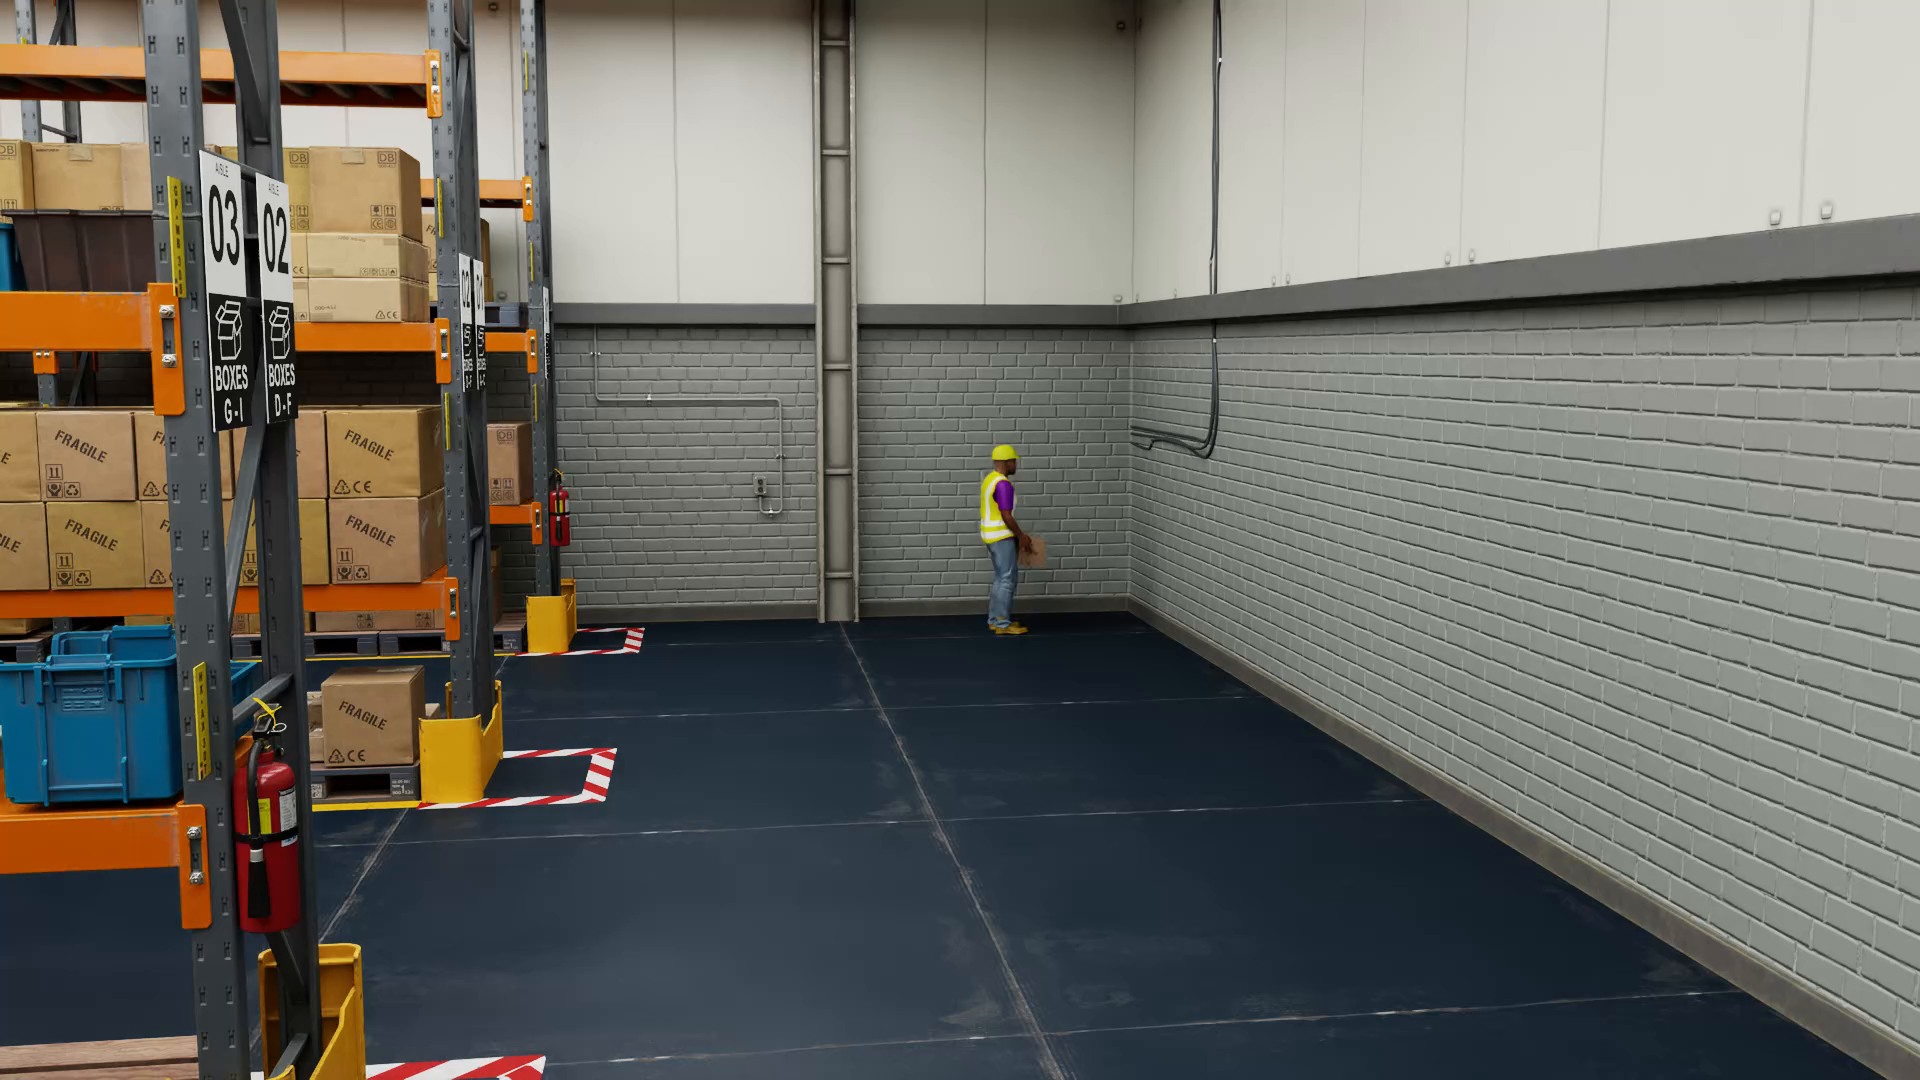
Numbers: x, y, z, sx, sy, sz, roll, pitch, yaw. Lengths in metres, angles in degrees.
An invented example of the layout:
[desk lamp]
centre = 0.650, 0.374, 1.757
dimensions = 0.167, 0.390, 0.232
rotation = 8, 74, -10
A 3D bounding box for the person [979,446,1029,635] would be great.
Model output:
[person]
centre = 0.423, -0.007, 15.702
dimensions = 0.463, 1.759, 0.625
rotation = -1, 7, -11
